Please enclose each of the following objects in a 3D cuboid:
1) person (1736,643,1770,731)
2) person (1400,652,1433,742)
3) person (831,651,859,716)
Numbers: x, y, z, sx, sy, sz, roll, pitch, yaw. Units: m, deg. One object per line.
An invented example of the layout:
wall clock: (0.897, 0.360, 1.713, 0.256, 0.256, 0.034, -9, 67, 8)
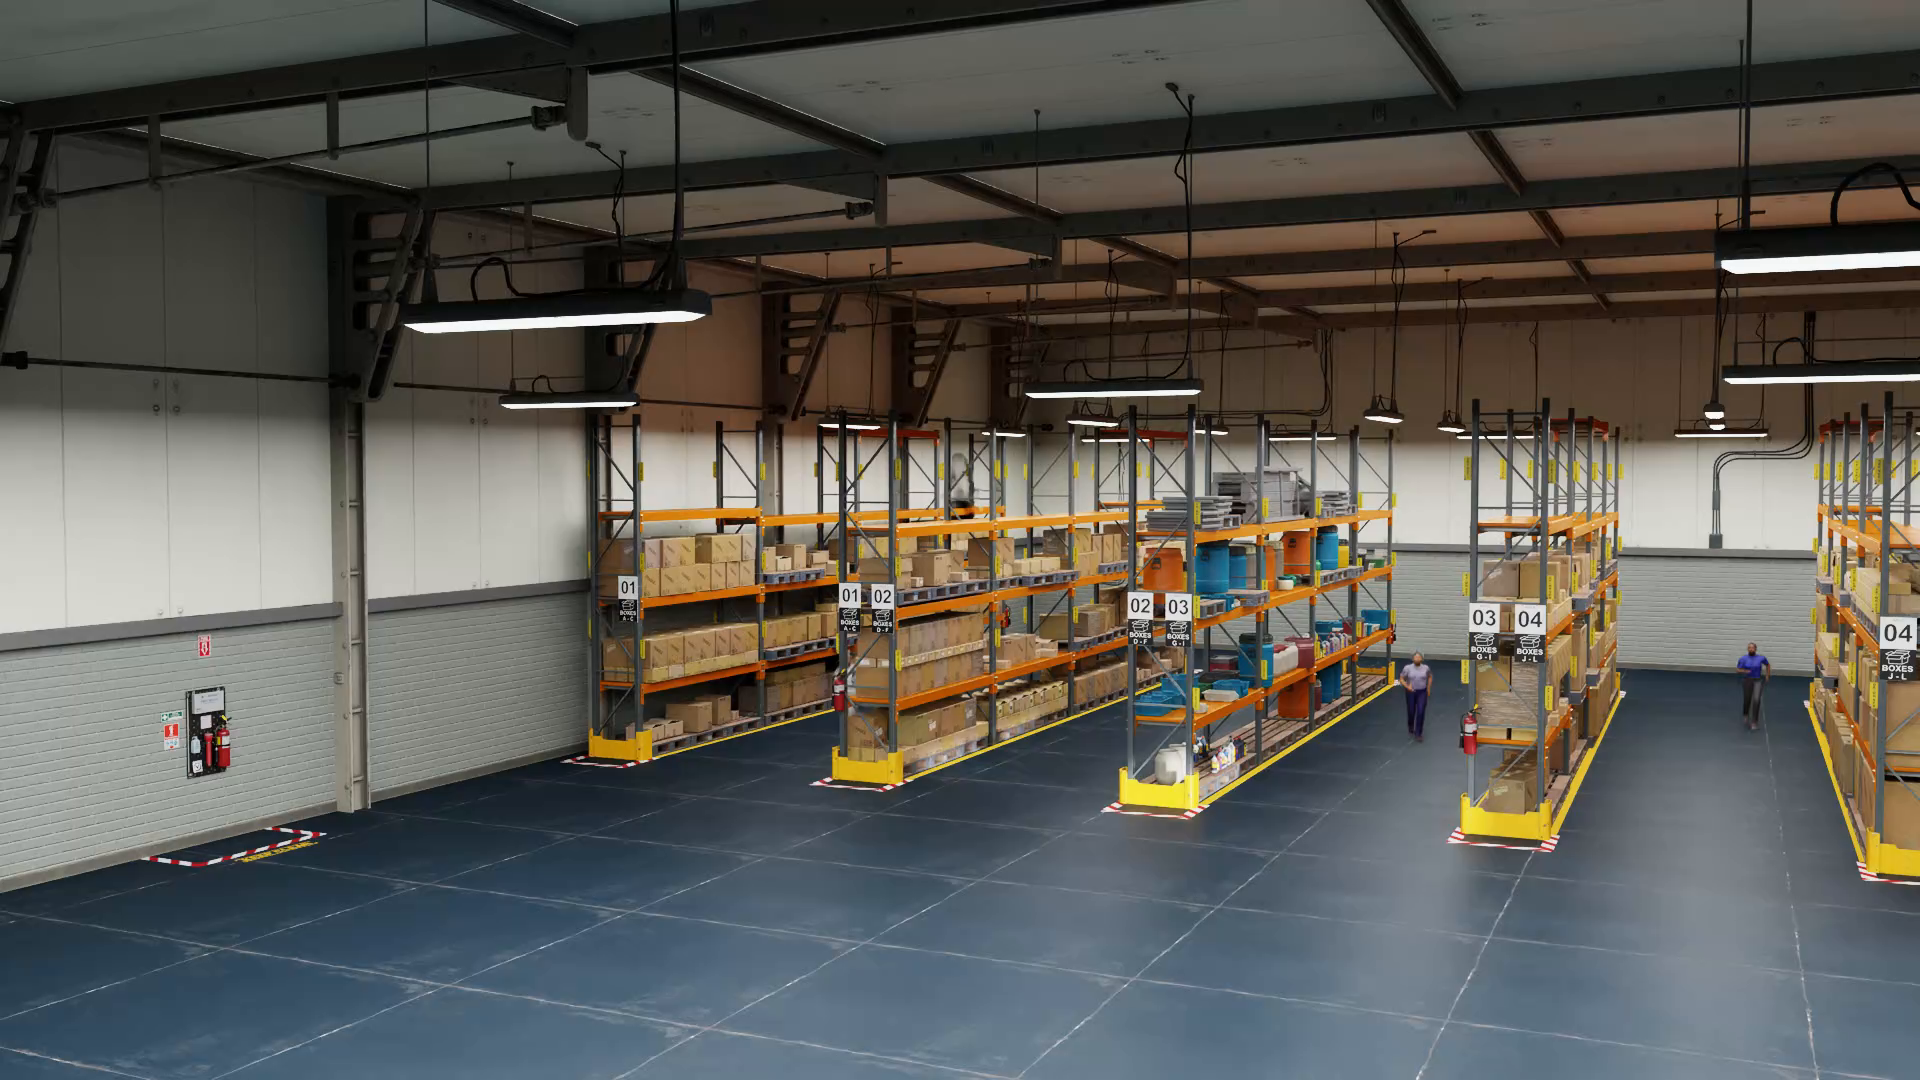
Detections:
person: (15.494, 2.849, 32.495, 0.587, 1.684, 0.901, 1, 3, 28)
person: (8.550, 2.919, 31.166, 0.611, 1.638, 0.816, 0, 2, 12)
person: (-1.973, 2.881, 30.030, 0.671, 1.825, 0.964, 1, 3, 26)
